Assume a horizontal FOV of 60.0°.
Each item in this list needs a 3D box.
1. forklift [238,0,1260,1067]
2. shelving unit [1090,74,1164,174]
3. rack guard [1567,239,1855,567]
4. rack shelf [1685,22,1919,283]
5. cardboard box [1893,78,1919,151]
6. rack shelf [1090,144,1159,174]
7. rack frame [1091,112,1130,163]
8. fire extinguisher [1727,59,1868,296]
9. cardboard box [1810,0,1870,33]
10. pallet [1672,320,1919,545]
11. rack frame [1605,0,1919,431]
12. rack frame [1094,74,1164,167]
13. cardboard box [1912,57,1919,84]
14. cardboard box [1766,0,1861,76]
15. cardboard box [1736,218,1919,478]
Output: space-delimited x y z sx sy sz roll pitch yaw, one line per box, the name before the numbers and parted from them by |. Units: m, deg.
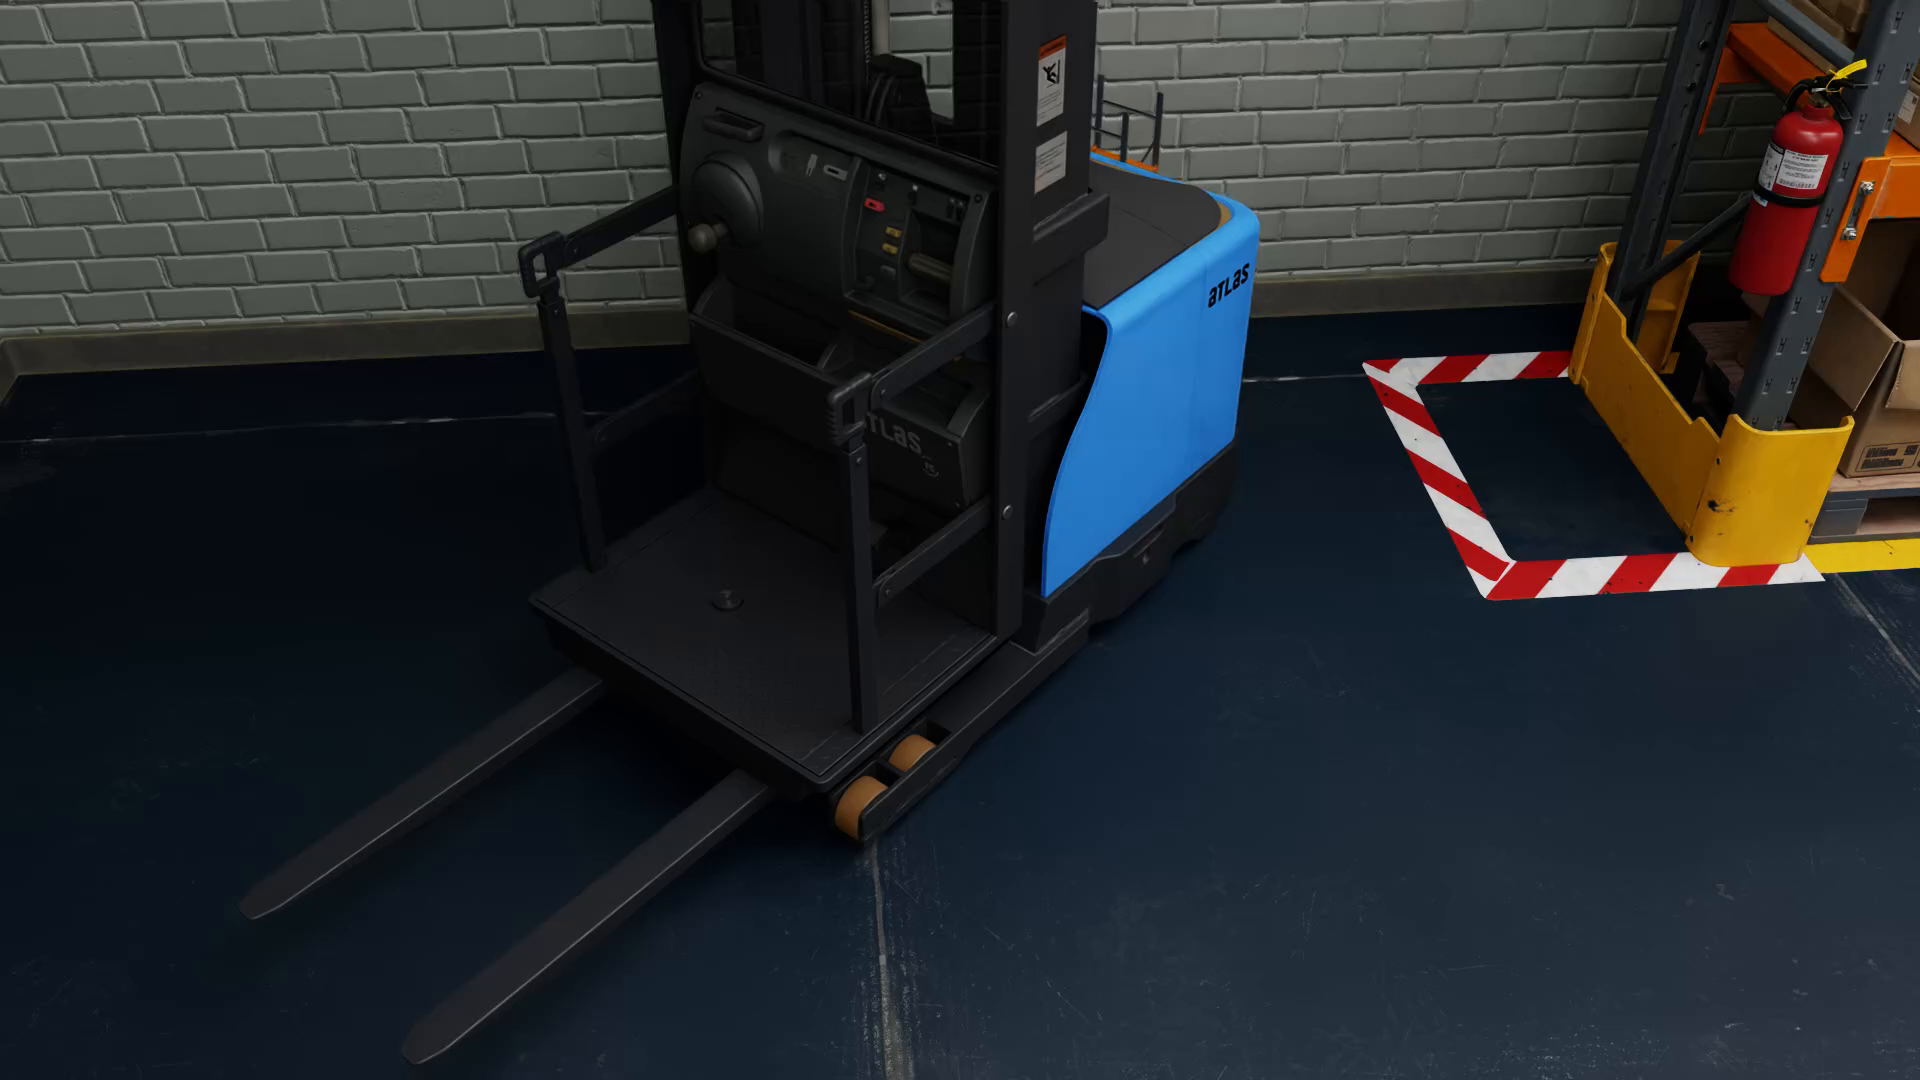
forklift | -0.449 -0.729 3.807 1.130 2.935 3.031 27 45 30
shelving unit | 0.464 -0.878 5.394 0.258 1.200 0.189 27 45 30
rack guard | 2.413 -0.478 5.453 0.348 0.500 1.175 -3 38 -4
rack shelf | 4.330 -1.283 5.035 4.000 0.370 1.077 -3 38 -4
cardboard box | 2.689 -1.206 4.559 0.250 0.149 0.380 -3 38 -4
rack shelf | 0.464 -1.126 5.199 0.258 0.103 0.180 27 45 30
rack frame | 0.406 -0.834 5.338 0.240 1.200 0.006 27 45 30
fire extinguisher | 2.232 -0.986 4.441 0.183 0.674 0.296 -3 38 -4
cardboard box | 2.772 -1.702 4.867 0.500 0.250 0.500 -2 38 -3
pallet | 3.207 -0.409 5.599 1.213 0.211 1.003 -3 38 -4
rack frame | 2.338 -1.456 4.673 0.127 3.000 1.000 -3 38 -4
rack frame | 0.521 -0.922 5.450 0.240 1.200 0.006 27 45 30
cardboard box | 2.813 -1.372 4.448 0.500 0.250 0.500 -3 38 -4
cardboard box | 2.644 -1.541 4.984 0.250 0.149 0.380 -4 38 -4
cardboard box | 2.955 -0.616 5.285 0.637 0.503 0.797 -5 39 -6
